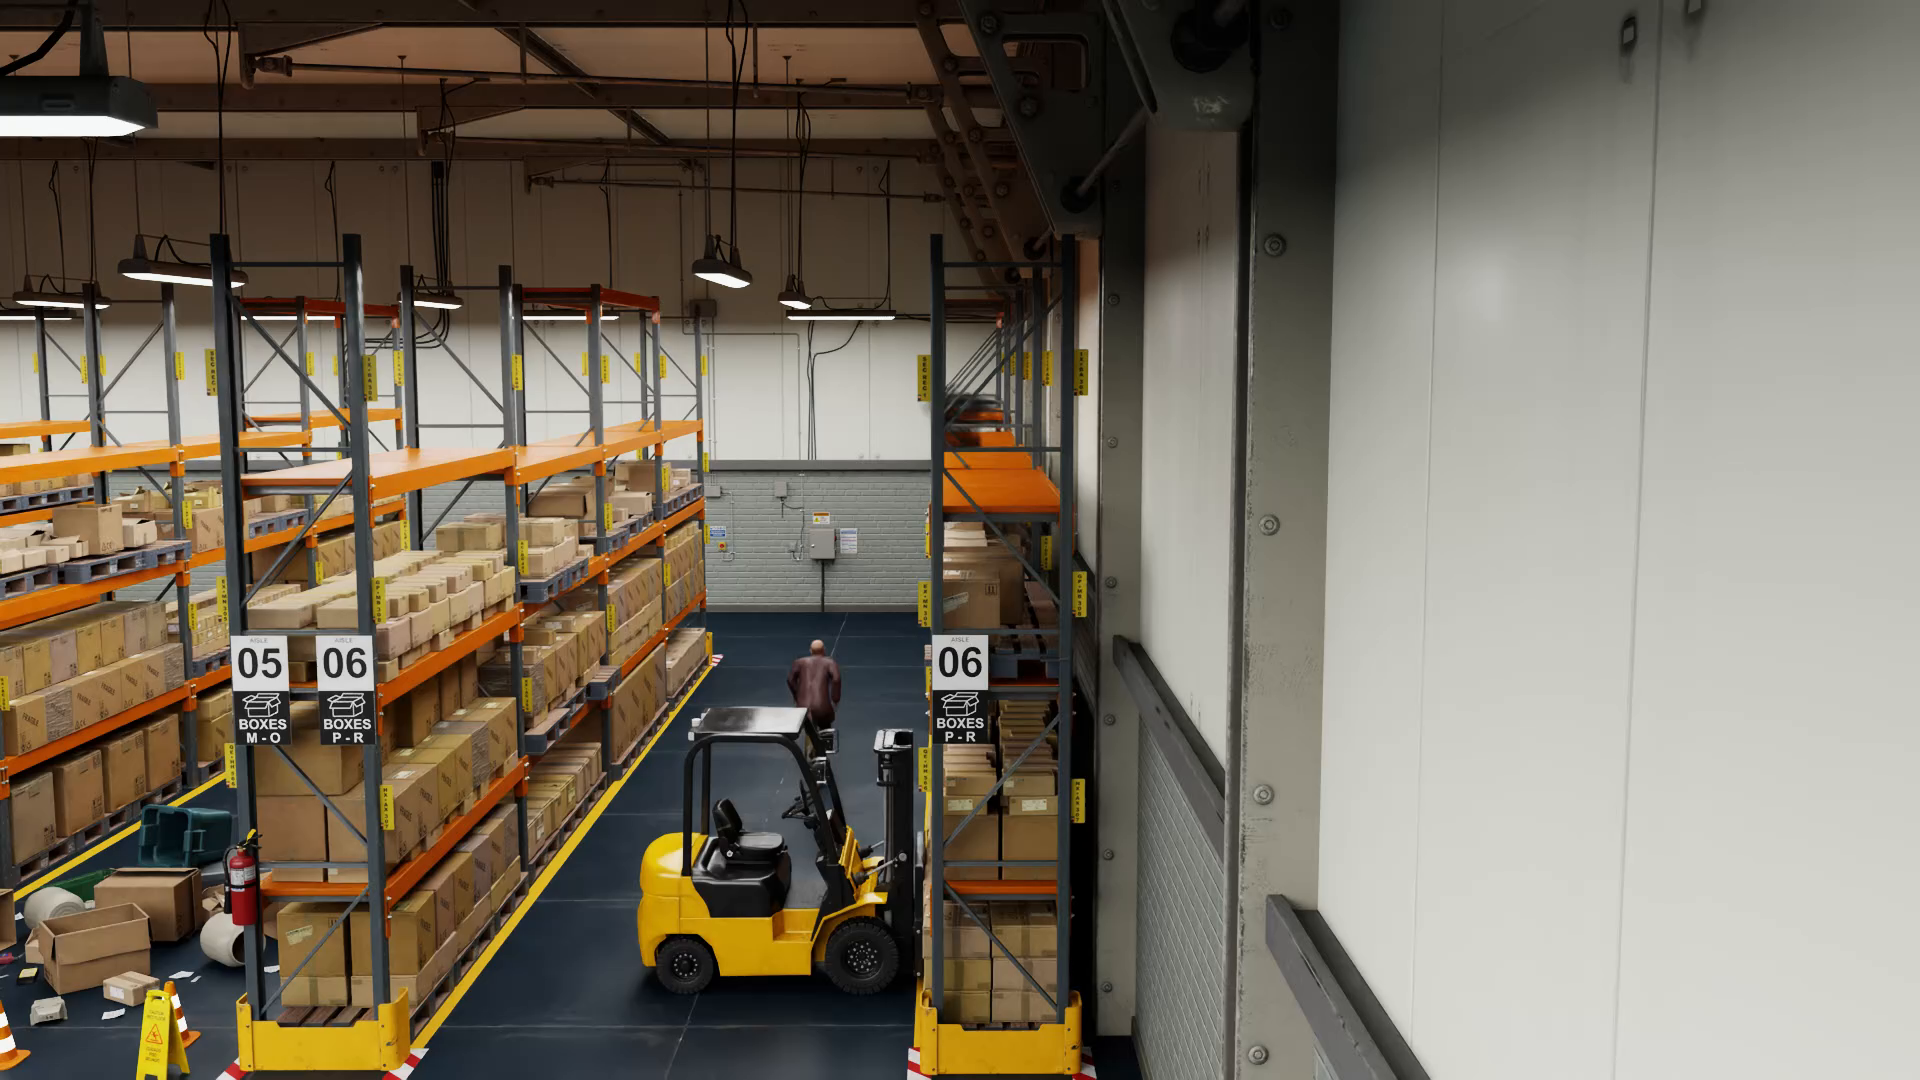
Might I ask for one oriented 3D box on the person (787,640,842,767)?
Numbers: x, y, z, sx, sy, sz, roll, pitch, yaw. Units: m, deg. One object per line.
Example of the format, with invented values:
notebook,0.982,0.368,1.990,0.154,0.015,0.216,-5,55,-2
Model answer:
person,-1.833,2.105,20.634,0.705,1.609,1.084,1,6,5
